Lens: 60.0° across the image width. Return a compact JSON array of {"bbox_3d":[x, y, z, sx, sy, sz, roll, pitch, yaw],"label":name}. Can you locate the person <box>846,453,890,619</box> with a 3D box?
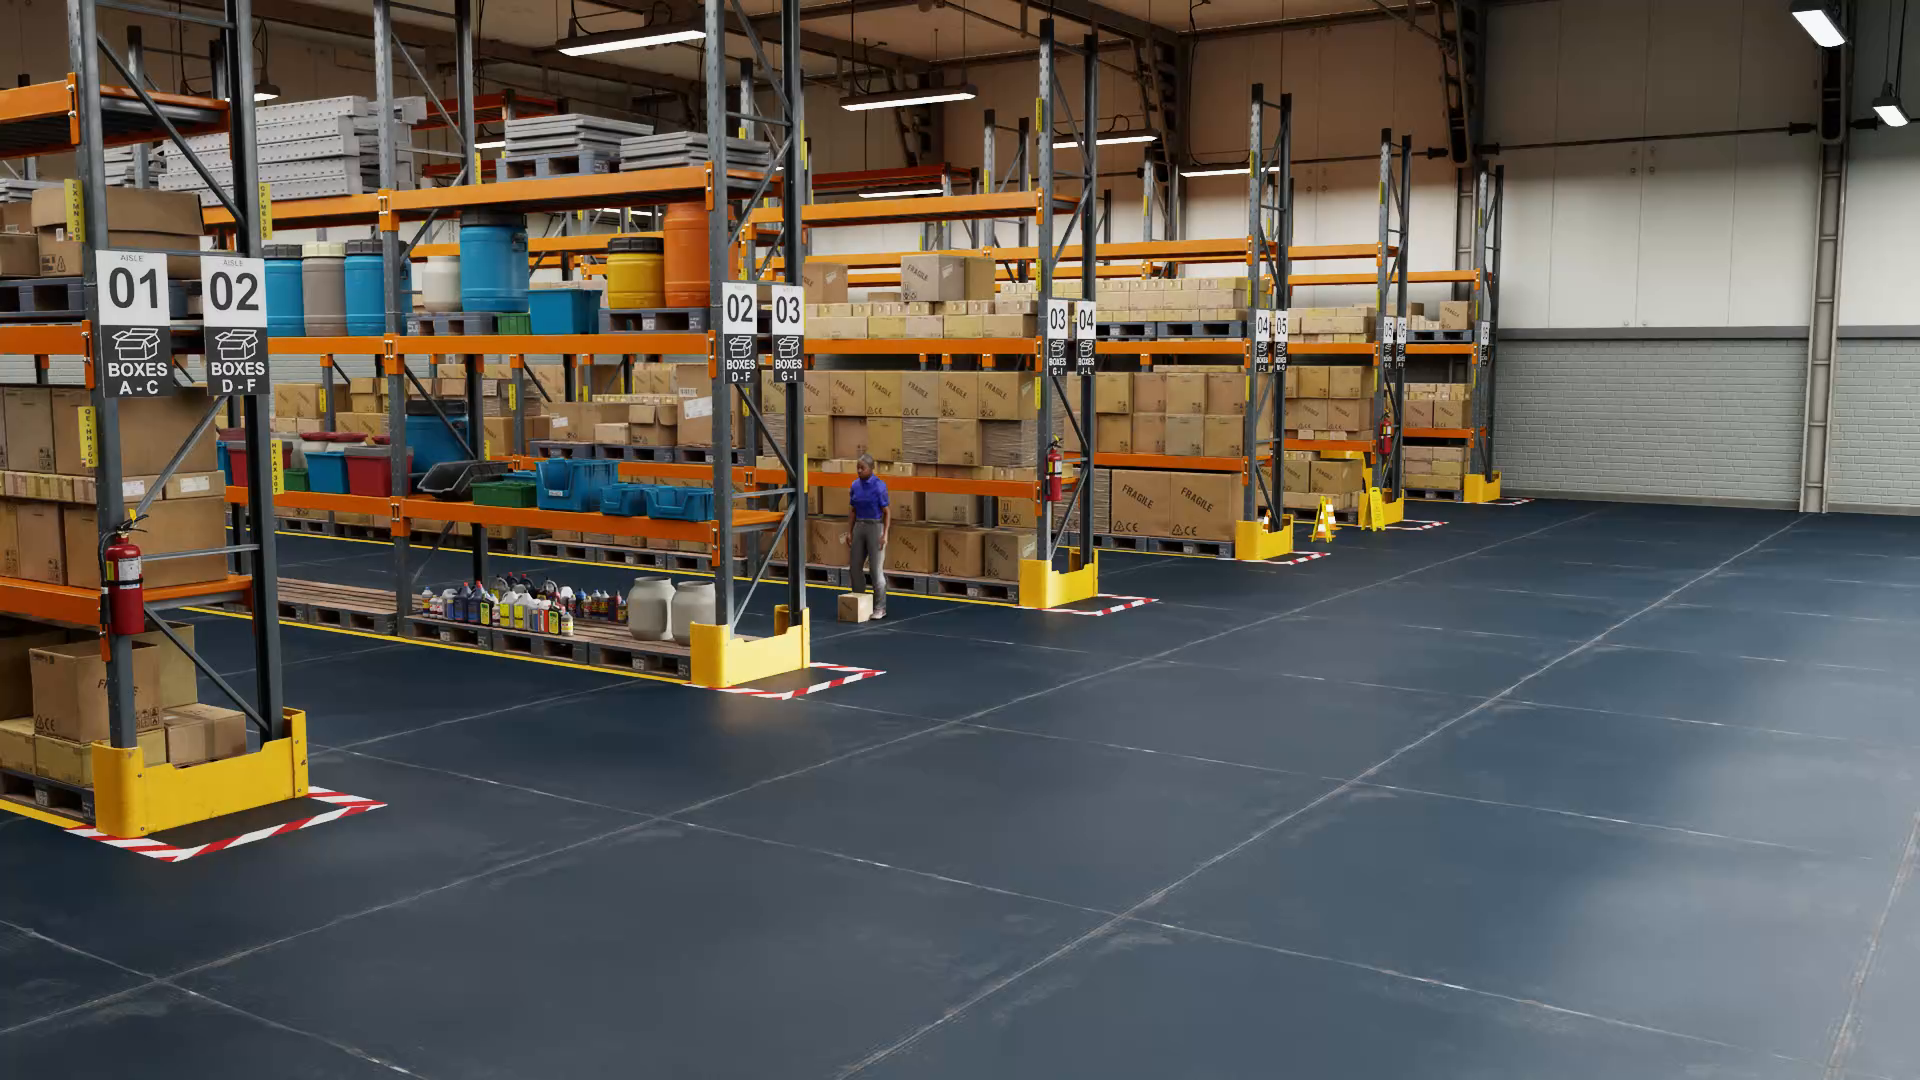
[{"bbox_3d":[-0.927,-0.047,16.719,0.506,1.655,0.346,4,8,34],"label":"person"}]
